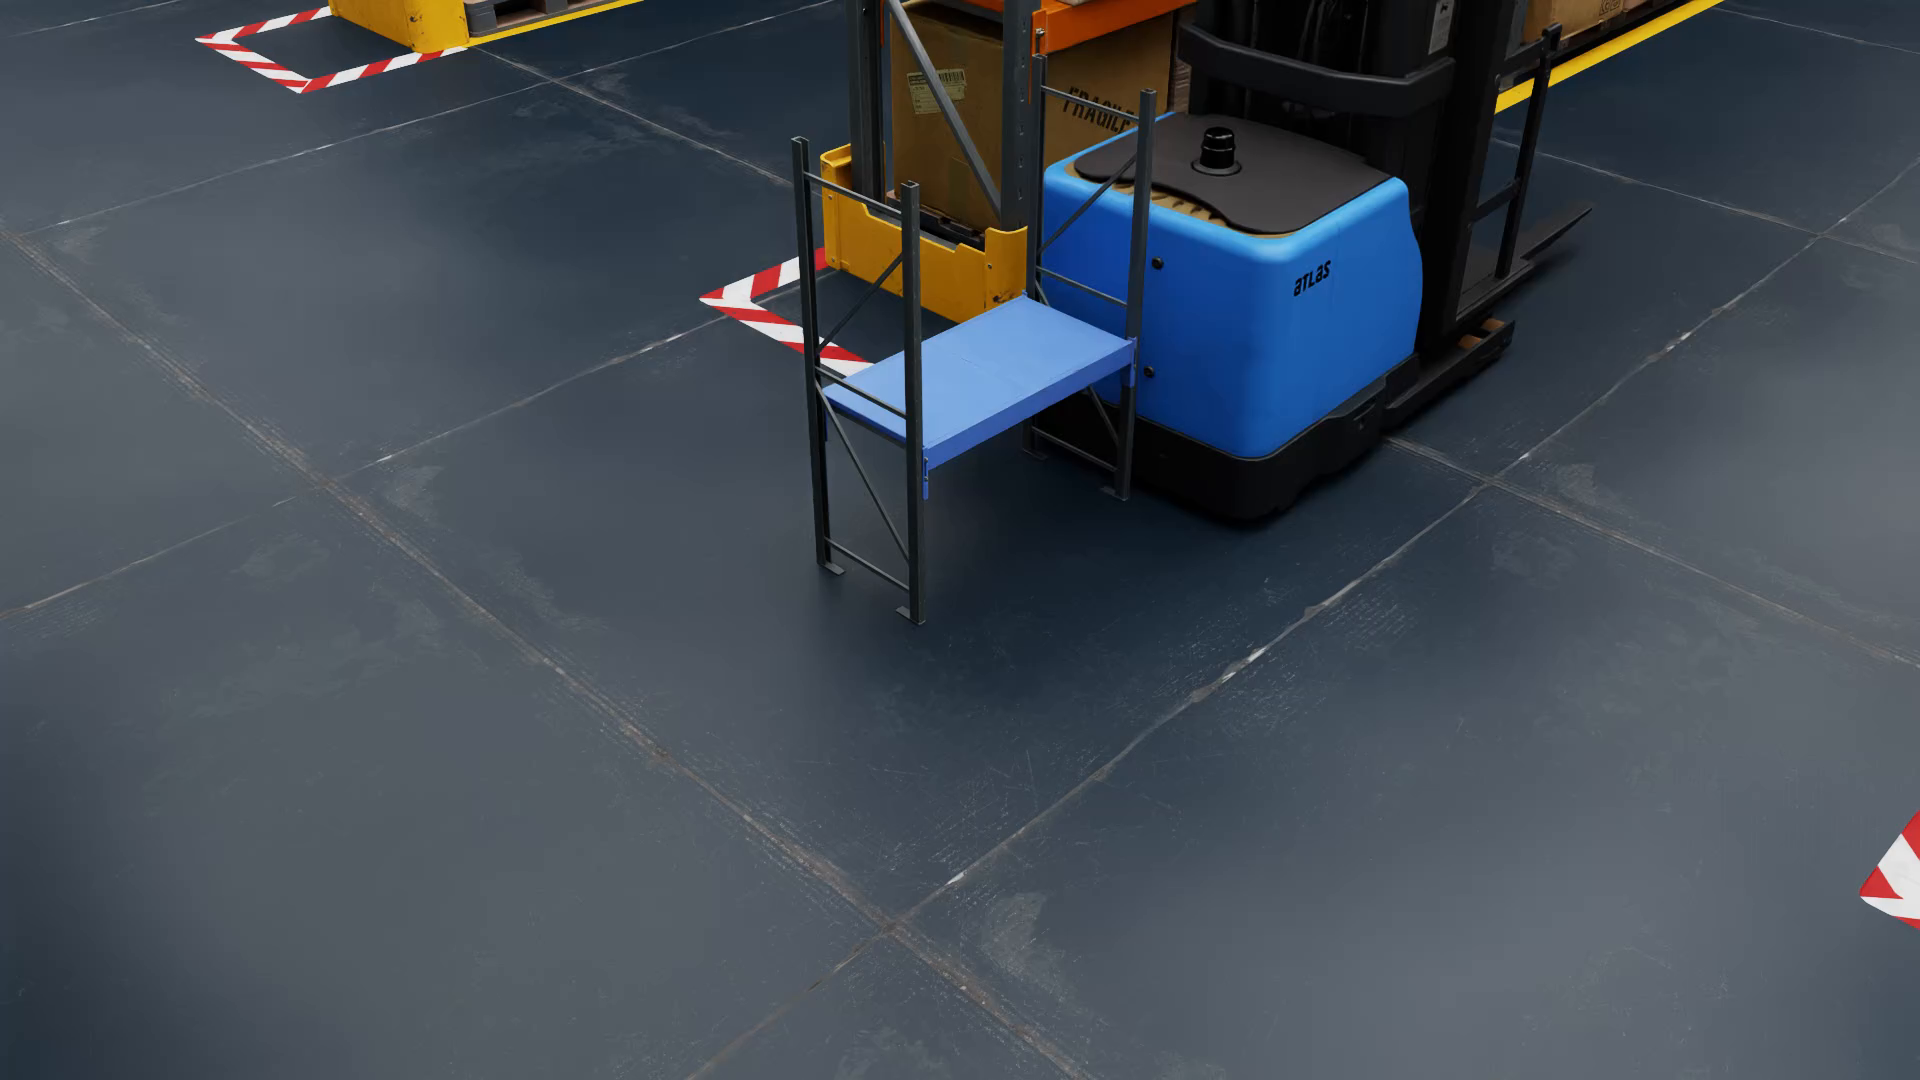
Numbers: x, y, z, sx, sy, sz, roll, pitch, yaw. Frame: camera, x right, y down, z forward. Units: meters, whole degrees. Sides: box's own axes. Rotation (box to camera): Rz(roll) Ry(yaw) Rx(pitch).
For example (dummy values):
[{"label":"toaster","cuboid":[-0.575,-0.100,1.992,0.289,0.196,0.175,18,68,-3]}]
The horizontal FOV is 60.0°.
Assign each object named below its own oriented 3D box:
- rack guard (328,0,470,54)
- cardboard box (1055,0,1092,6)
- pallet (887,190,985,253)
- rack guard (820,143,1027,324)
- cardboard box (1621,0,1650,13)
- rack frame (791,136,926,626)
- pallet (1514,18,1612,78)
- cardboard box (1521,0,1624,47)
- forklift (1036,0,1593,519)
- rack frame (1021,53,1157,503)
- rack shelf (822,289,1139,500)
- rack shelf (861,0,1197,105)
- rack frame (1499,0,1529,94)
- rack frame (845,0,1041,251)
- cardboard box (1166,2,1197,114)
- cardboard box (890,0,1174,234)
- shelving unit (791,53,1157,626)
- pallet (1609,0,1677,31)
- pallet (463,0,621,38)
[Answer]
[{"label":"rack guard","cuboid":[-3.481,-3.388,10.171,1.175,0.500,0.348,30,45,35]},{"label":"cardboard box","cuboid":[0.399,-2.251,6.574,0.250,0.149,0.380,-29,44,-35]},{"label":"pallet","cuboid":[0.422,-1.555,7.795,1.003,0.211,1.213,30,45,35]},{"label":"rack guard","cuboid":[-0.103,-1.307,7.188,1.175,0.500,0.348,30,45,35]},{"label":"cardboard box","cuboid":[3.798,-3.898,10.207,1.225,0.875,0.875,28,44,34]},{"label":"rack frame","cuboid":[-0.298,-0.443,5.075,0.500,1.500,0.032,30,45,35]},{"label":"pallet","cuboid":[3.223,-3.166,10.105,1.003,0.211,1.213,30,45,35]},{"label":"cardboard box","cuboid":[3.169,-3.535,9.687,1.225,0.875,0.875,30,45,35]},{"label":"forklift","cuboid":[1.615,-2.033,6.103,1.130,2.935,3.031,27,43,33]},{"label":"rack frame","cuboid":[0.418,-0.856,5.667,0.500,1.500,0.032,30,45,35]},{"label":"rack shelf","cuboid":[0.060,-0.502,5.474,0.538,0.185,1.000,30,45,35]},{"label":"rack shelf","cuboid":[1.323,-2.859,7.857,1.077,0.370,4.000,30,45,35]},{"label":"rack frame","cuboid":[2.733,-3.966,8.815,1.000,3.000,0.127,30,45,35]},{"label":"rack frame","cuboid":[-0.086,-2.343,6.487,1.000,3.000,0.127,30,45,35]},{"label":"cardboard box","cuboid":[0.950,-2.305,7.923,0.875,0.875,0.875,30,45,35]},{"label":"cardboard box","cuboid":[0.308,-1.935,7.393,0.875,0.875,0.875,30,45,35]},{"label":"shelving unit","cuboid":[0.060,-0.650,5.371,0.538,1.500,1.048,30,45,35]},{"label":"pallet","cuboid":[4.082,-3.664,10.819,1.003,0.211,1.213,30,45,35]},{"label":"pallet","cuboid":[-2.883,-3.585,10.706,1.003,0.211,1.213,30,45,35]}]
